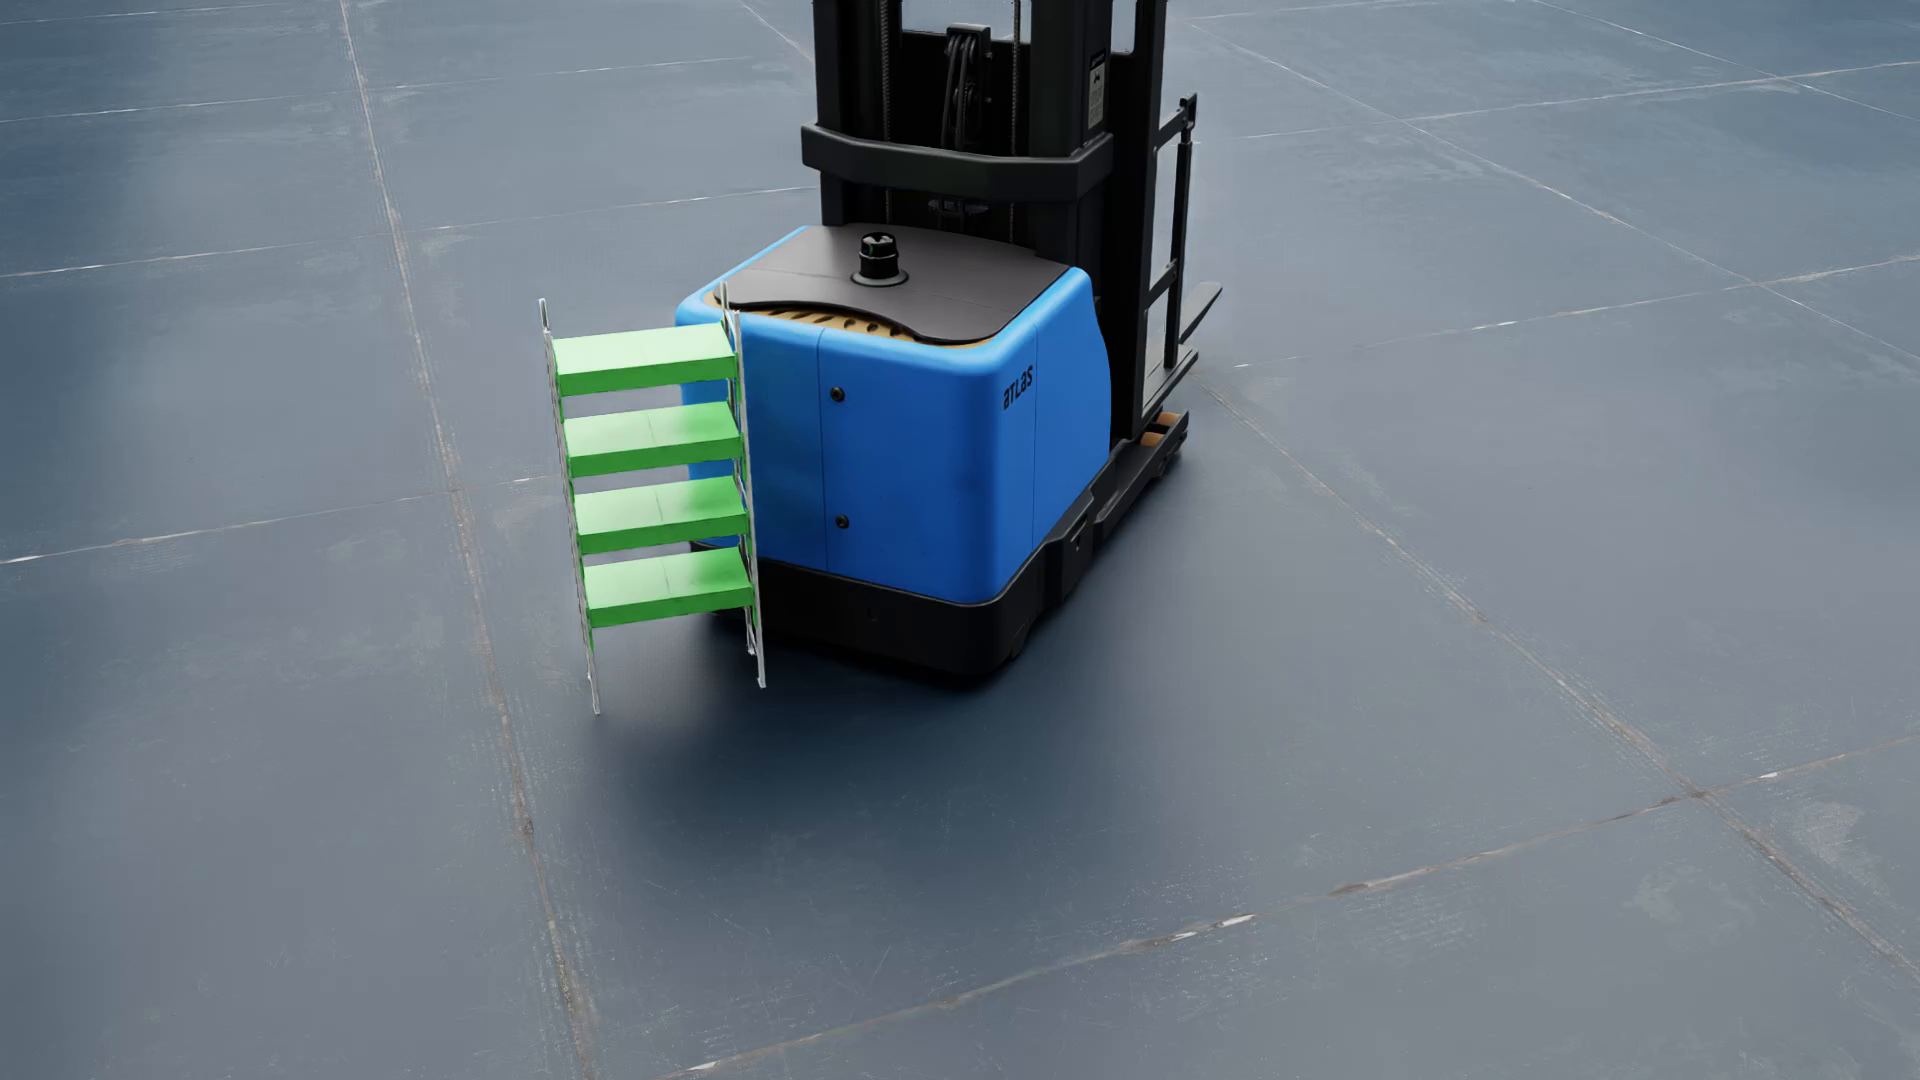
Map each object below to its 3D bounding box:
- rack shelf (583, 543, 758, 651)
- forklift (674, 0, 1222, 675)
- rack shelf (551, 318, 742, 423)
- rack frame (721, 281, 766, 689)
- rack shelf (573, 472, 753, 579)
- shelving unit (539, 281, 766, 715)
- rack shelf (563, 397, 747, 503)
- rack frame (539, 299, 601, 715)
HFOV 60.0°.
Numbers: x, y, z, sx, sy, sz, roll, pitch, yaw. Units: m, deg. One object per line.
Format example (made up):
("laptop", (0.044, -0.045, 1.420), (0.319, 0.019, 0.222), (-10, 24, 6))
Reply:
("rack shelf", (-0.854, 0.163, 4.866), (0.480, 0.148, 0.258), (-8, 31, -14))
("forklift", (0.220, -1.585, 5.571), (1.130, 2.935, 3.031), (12, 32, 21))
("rack shelf", (-0.854, -0.463, 4.510), (0.480, 0.148, 0.258), (-8, 31, -14))
("rack frame", (-0.620, -0.134, 4.773), (0.015, 1.200, 0.240), (-8, 31, -14))
("rack shelf", (-0.854, -0.046, 4.747), (0.480, 0.148, 0.258), (-8, 31, -14))
("shelving unit", (-0.854, -0.101, 4.716), (0.503, 1.200, 0.258), (-8, 31, -14))
("rack shelf", (-0.854, -0.254, 4.628), (0.480, 0.148, 0.258), (-8, 31, -14))
("rack frame", (-1.089, -0.068, 4.658), (0.015, 1.200, 0.240), (-8, 31, -14))
